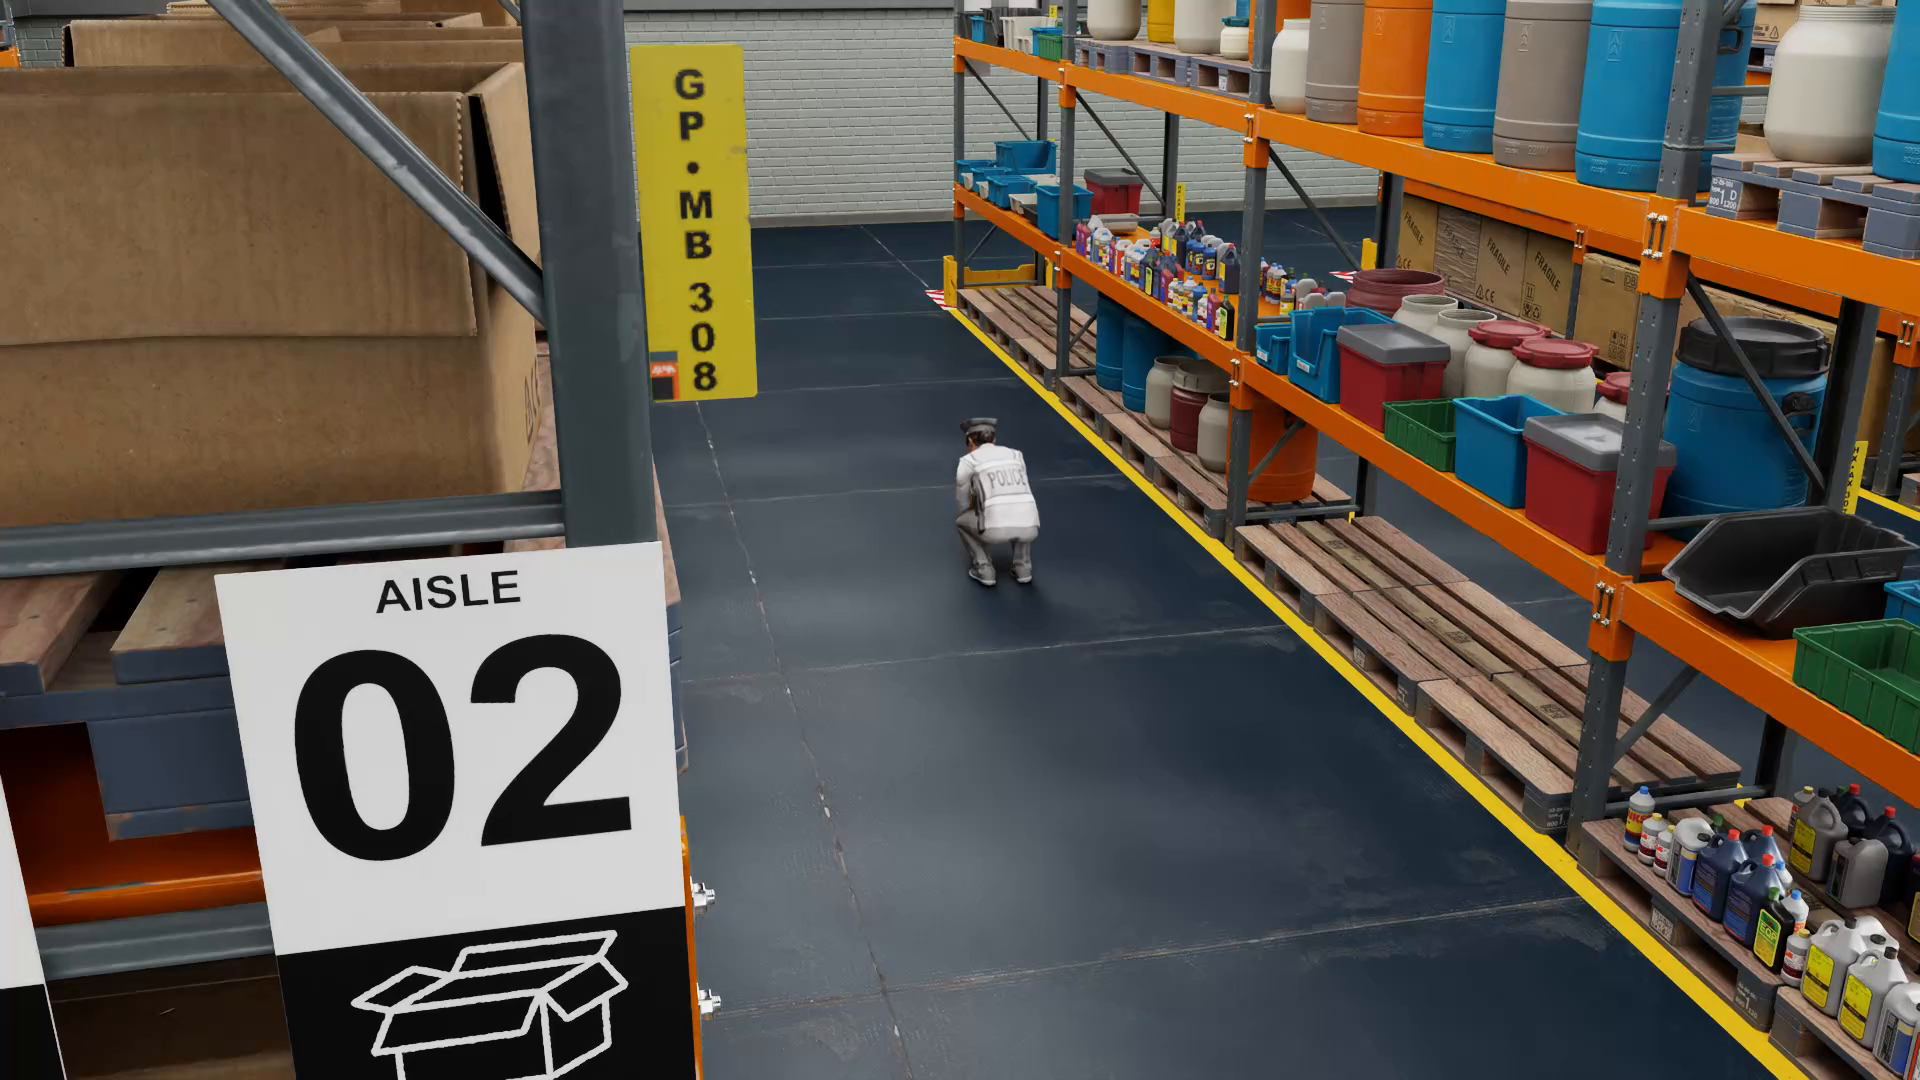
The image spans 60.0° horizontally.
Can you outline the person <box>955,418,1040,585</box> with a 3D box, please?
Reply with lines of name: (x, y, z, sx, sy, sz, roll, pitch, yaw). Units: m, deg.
person: (0.227, -0.254, 10.333, 0.486, 0.970, 0.827, -5, 20, -13)
